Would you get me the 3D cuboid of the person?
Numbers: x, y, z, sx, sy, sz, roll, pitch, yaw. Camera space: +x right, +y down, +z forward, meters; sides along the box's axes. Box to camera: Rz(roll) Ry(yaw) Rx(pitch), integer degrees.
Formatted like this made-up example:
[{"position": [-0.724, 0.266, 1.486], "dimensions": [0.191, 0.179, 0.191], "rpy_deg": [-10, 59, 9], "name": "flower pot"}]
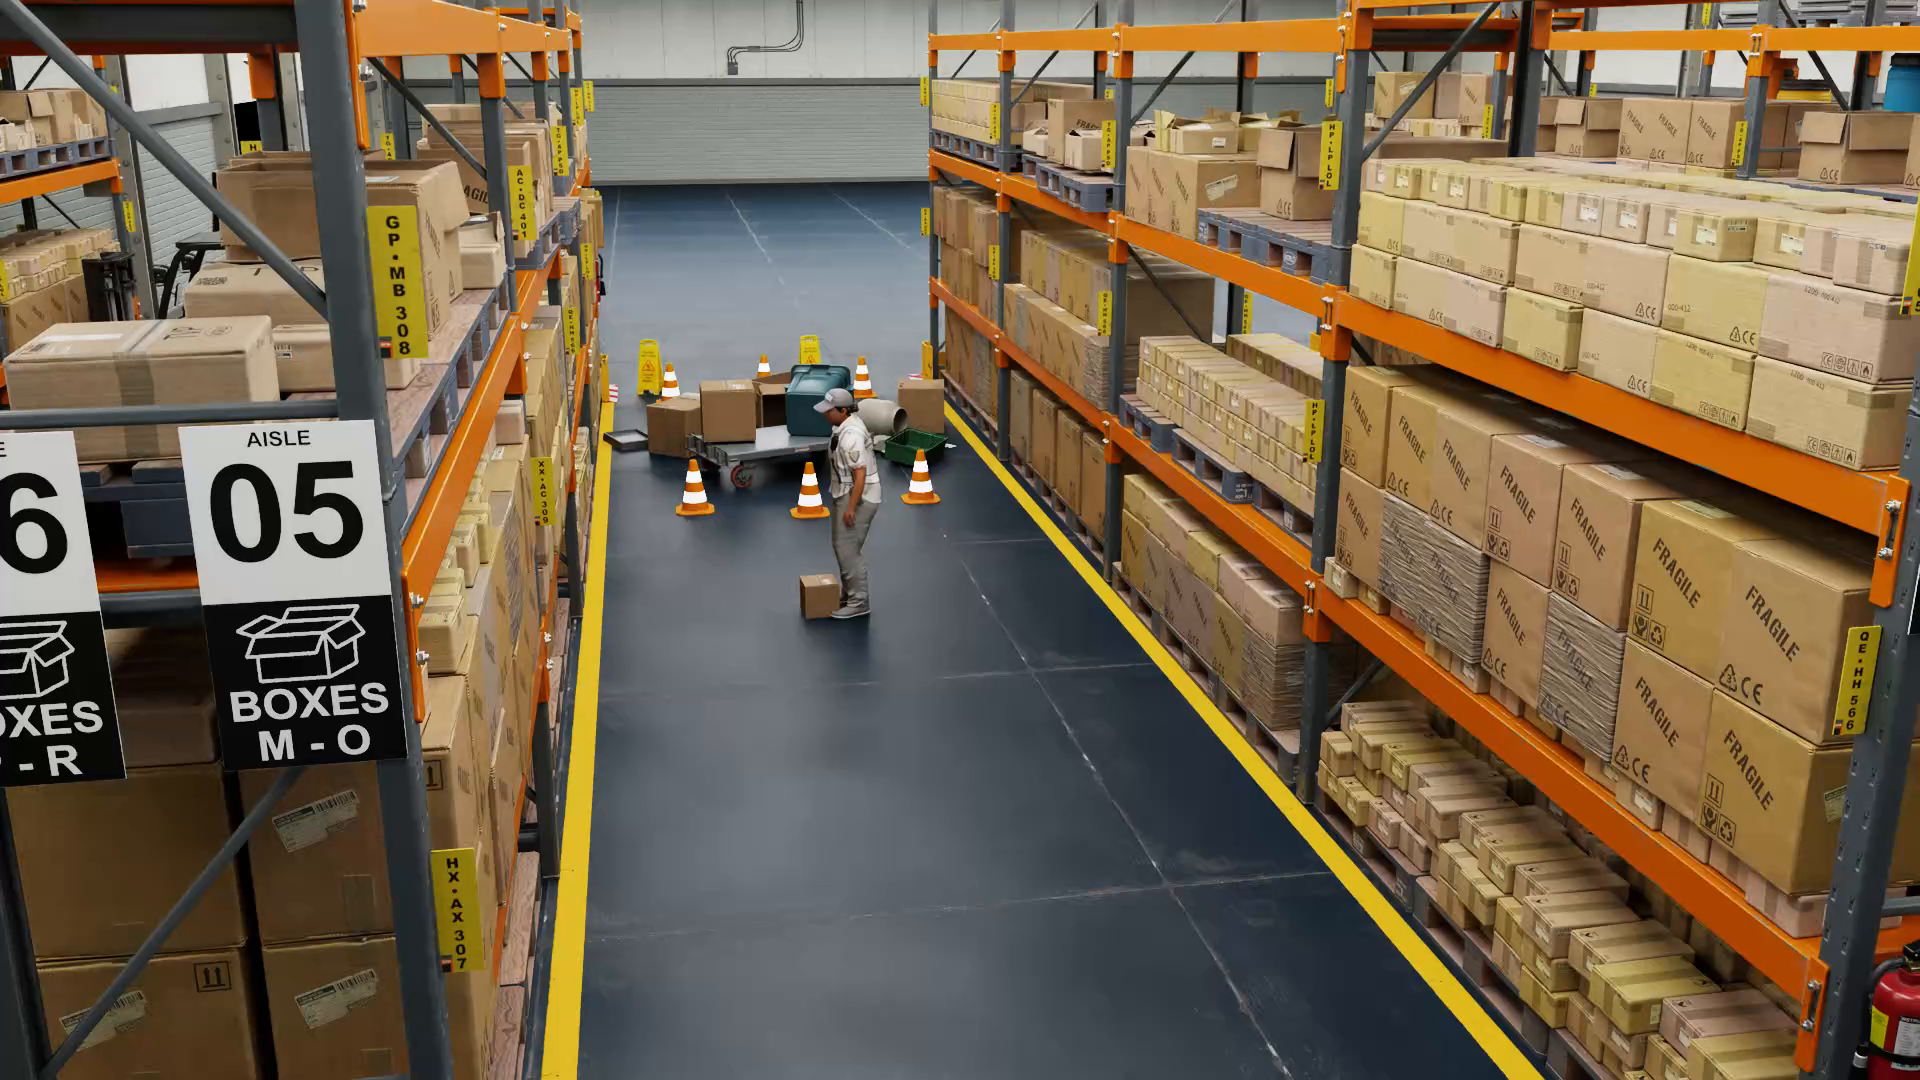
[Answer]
[{"position": [3.236, -8.427, 31.863], "dimensions": [18.113, 6.001, 40.284], "rpy_deg": [-4, 17, -13], "name": "person"}]
